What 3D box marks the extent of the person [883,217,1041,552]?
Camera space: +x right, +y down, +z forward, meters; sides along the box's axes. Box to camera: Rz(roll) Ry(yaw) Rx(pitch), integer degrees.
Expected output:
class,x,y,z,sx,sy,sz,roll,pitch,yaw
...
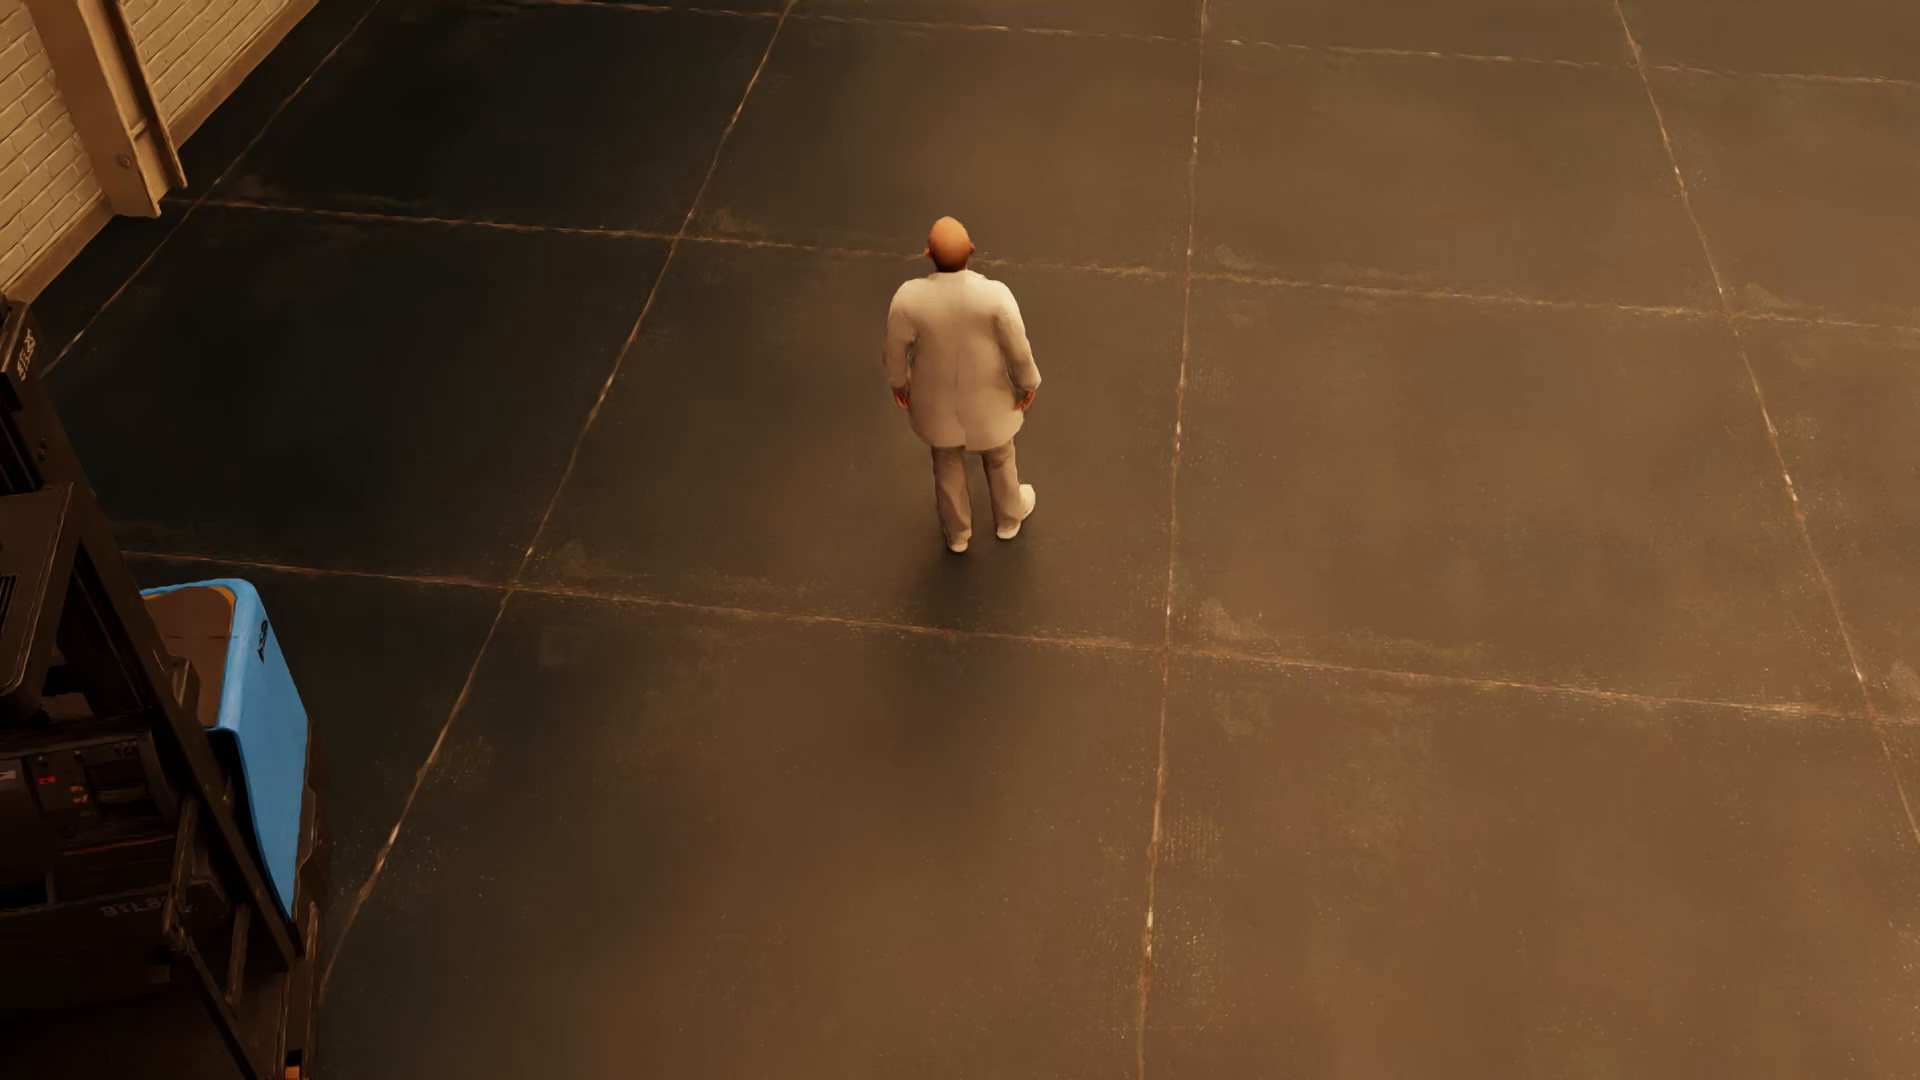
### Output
class,x,y,z,sx,sy,sz,roll,pitch,yaw
person,0.017,-0.720,7.351,0.694,1.776,0.579,5,43,6

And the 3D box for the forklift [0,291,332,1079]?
class,x,y,z,sx,sy,sz,roll,pitch,yaw
forklift,-2.797,0.882,4.764,1.130,2.935,3.031,-8,43,-9
